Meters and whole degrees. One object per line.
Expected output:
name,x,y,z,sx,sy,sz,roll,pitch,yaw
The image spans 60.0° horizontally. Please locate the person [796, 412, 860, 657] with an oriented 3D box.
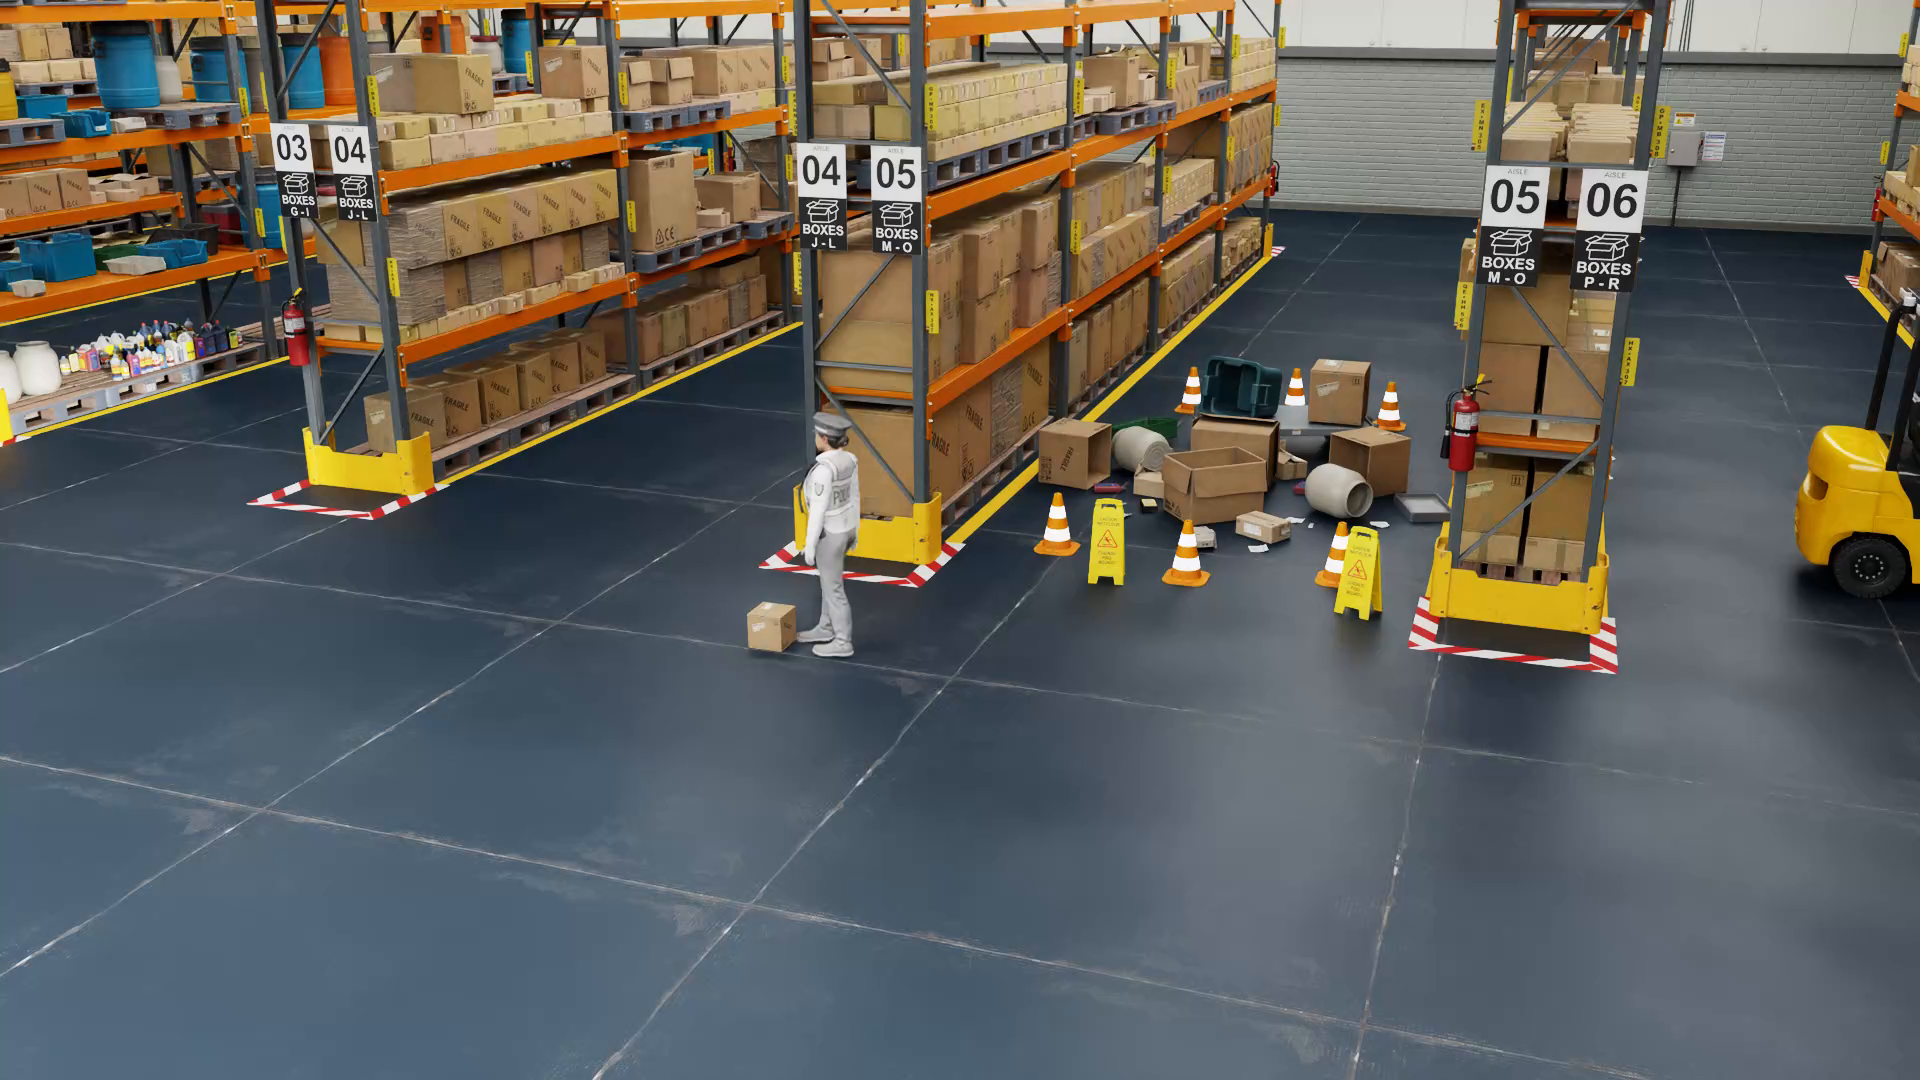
person,-0.949,-0.032,11.121,0.508,1.680,0.502,7,20,19
